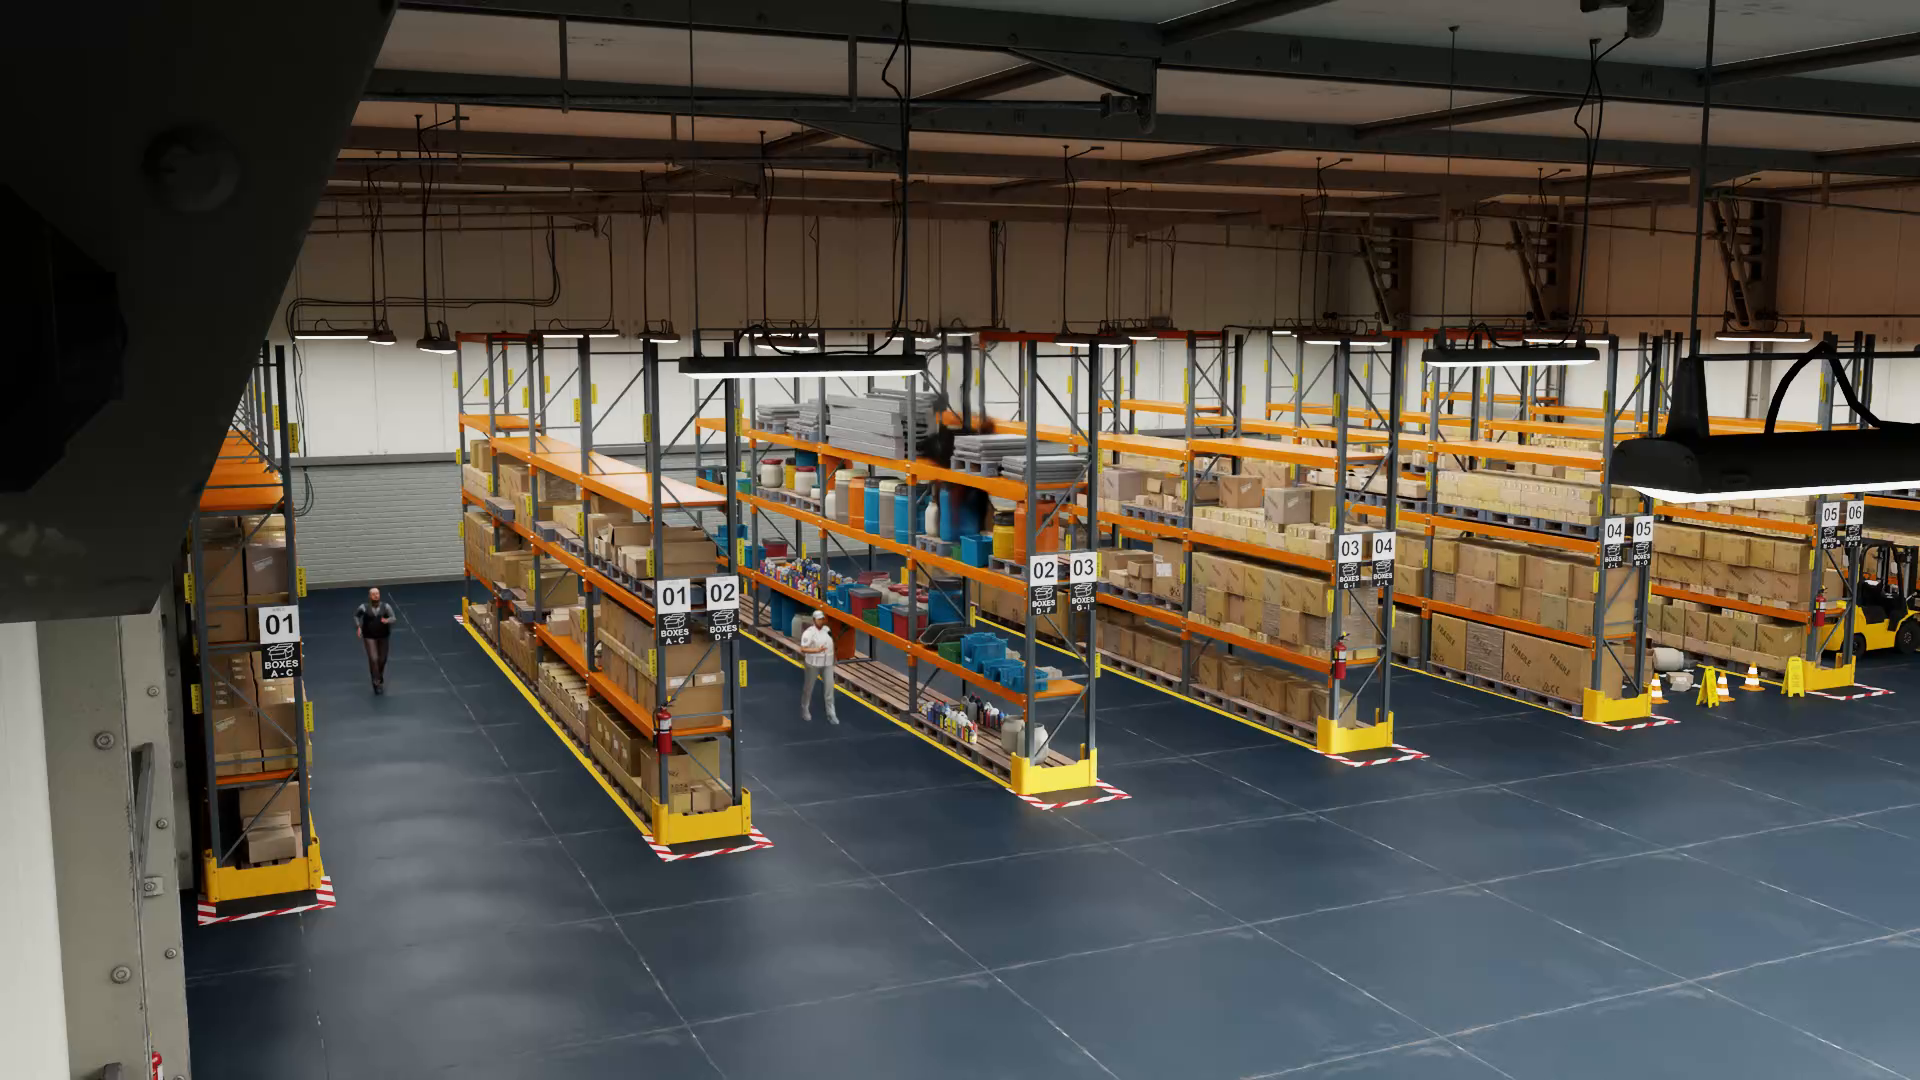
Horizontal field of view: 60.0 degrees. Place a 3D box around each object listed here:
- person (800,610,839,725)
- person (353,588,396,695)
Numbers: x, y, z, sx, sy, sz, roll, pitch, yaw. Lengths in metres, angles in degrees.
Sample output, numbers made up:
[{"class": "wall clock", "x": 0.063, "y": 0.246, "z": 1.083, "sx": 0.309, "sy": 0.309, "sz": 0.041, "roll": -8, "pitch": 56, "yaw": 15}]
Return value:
[{"class": "person", "x": -2.087, "y": 1.891, "z": 24.747, "sx": 0.607, "sy": 1.708, "sz": 0.880, "roll": -5, "pitch": 9, "yaw": -31}, {"class": "person", "x": -9.866, "y": 1.672, "z": 28.118, "sx": 0.649, "sy": 1.730, "sz": 0.938, "roll": -5, "pitch": 9, "yaw": -31}]
